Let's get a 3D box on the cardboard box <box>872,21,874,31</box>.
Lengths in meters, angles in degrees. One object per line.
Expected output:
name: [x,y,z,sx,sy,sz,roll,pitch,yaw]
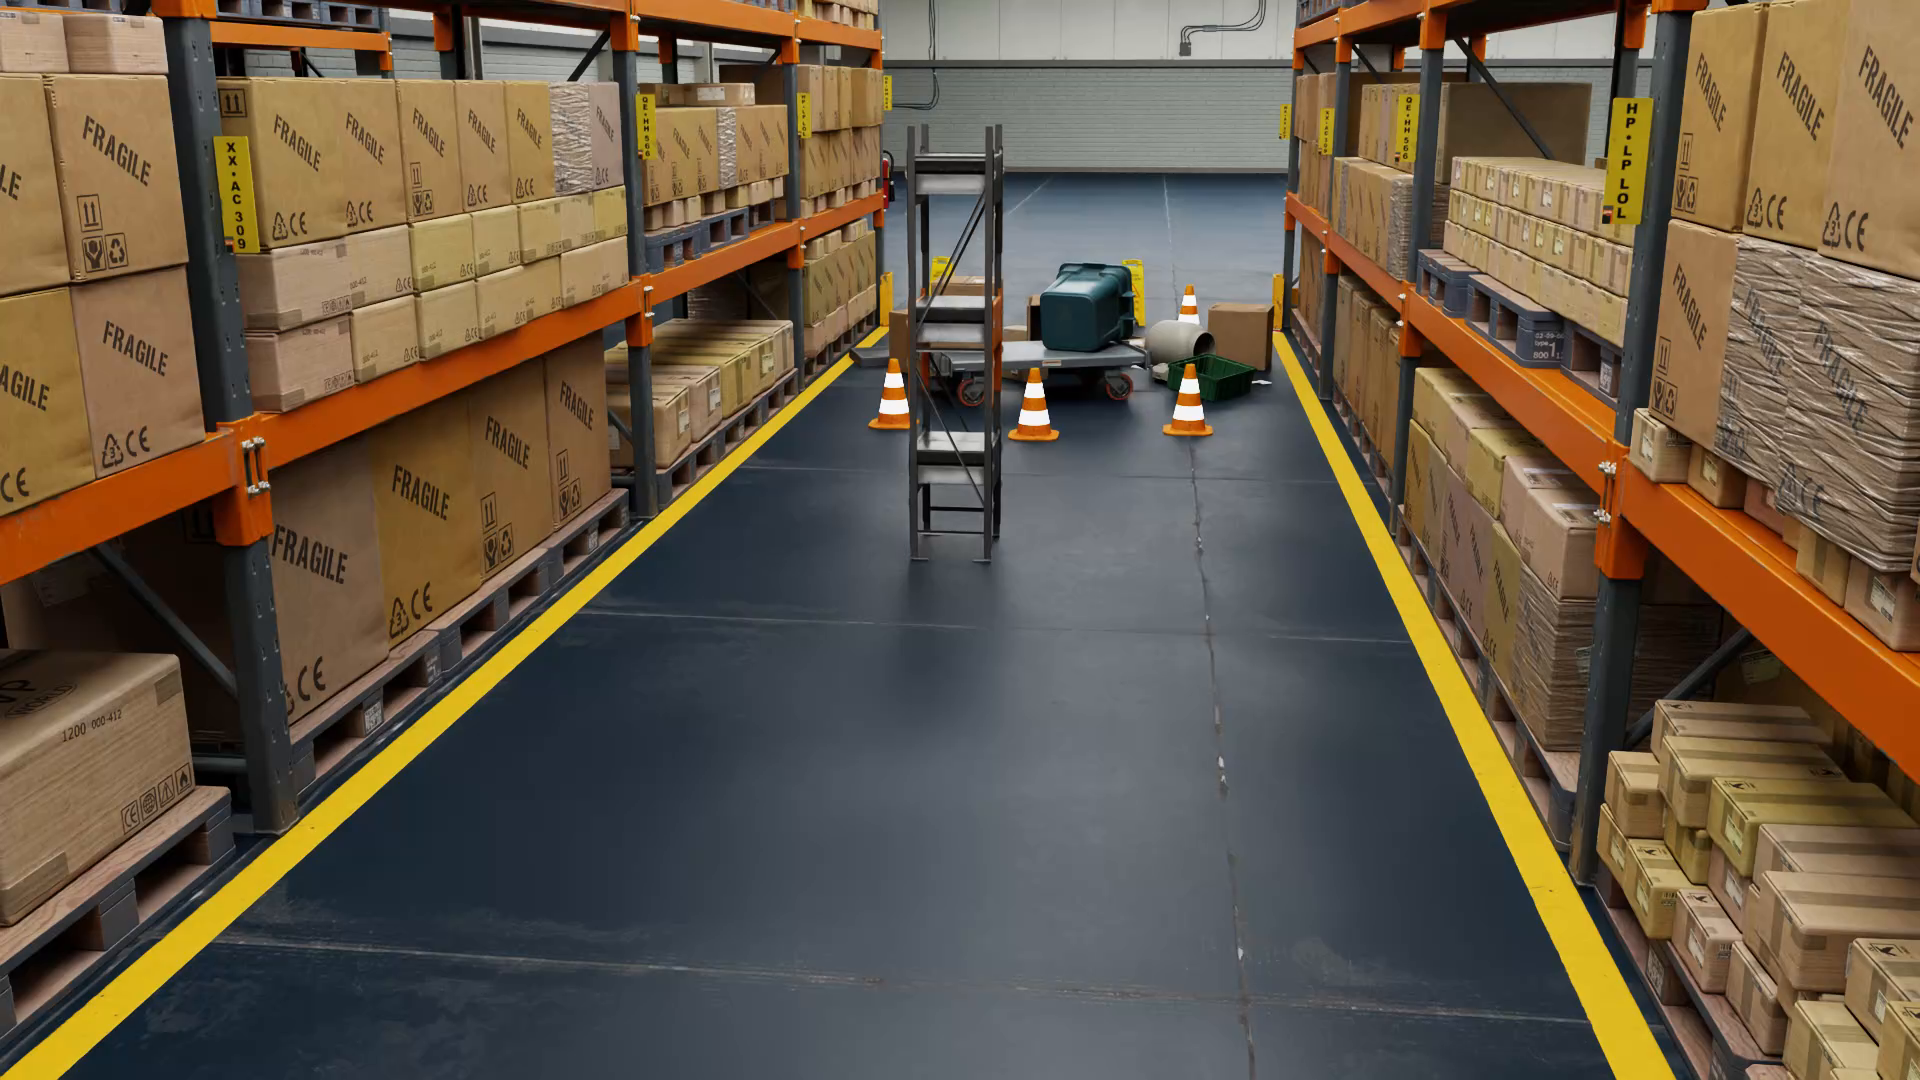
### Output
cardboard box: [-1.024,-4.883,15.707,0.380,0.149,0.250,2,15,7]

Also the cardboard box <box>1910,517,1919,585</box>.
cardboard box: [1.835,-0.098,2.515,0.500,0.500,0.500,2,15,9]

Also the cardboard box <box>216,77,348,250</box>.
cardboard box: [-2.281,-1.181,5.176,0.500,0.500,0.500,2,15,7]

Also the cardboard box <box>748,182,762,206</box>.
cardboard box: [-1.563,-2.357,11.310,0.380,0.149,0.250,2,15,7]

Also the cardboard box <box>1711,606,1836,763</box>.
cardboard box: [2.661,0.395,5.438,0.500,0.500,0.500,2,15,8]

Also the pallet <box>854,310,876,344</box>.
pallet: [-1.397,-2.081,15.954,1.003,0.211,1.213,2,15,6]

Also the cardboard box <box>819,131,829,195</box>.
cardboard box: [-1.353,-3.048,13.426,0.500,0.500,0.500,2,15,6]

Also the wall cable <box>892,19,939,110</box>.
wall cable: [-2.137,-13.551,47.485,3.097,2.526,0.112,2,15,6]

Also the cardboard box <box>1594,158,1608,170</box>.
cardboard box: [3.166,-1.690,7.703,0.380,0.149,0.250,1,15,4]

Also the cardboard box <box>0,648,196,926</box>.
cardboard box: [-2.793,0.649,4.618,0.875,0.438,0.875,1,15,5]

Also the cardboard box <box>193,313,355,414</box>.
cardboard box: [-2.304,-0.578,5.342,0.500,0.250,0.500,1,15,5]

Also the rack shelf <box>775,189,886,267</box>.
rack shelf: [-1.487,-2.791,14.614,1.077,0.370,4.000,2,15,6]

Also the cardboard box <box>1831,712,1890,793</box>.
cardboard box: [2.532,0.561,4.357,0.380,0.149,0.250,2,15,8]

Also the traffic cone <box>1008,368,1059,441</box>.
traffic cone: [0.499,-0.927,11.204,0.336,0.463,0.334,2,15,6]

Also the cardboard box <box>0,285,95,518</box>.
cardboard box: [-2.467,-0.331,3.949,0.500,0.500,0.500,1,15,5]

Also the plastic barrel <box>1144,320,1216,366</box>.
plastic barrel: [1.820,-1.595,13.751,0.421,0.421,0.512,-14,20,-42]

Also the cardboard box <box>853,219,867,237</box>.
cardboard box: [-1.068,-2.895,15.404,0.380,0.149,0.250,2,15,8]

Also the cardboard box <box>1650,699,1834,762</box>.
cardboard box: [2.069,0.545,4.418,0.380,0.149,0.250,2,15,9]

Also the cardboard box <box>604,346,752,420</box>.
cardboard box: [-1.924,-1.050,11.030,0.950,0.372,0.625,2,15,8]

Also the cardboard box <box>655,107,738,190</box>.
cardboard box: [-1.715,-2.489,10.555,0.500,0.500,0.500,1,15,4]

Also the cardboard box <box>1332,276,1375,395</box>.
cardboard box: [3.236,-1.453,11.793,1.050,0.750,0.750,2,15,6]

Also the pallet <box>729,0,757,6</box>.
pallet: [-2.003,-3.551,10.659,1.213,0.211,1.003,2,15,6]

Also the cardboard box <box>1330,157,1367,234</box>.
cardboard box: [2.890,-2.419,11.672,0.500,0.500,0.500,2,15,7]

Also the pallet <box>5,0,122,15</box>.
pallet: [-6.732,-3.891,11.925,0.805,0.209,1.217,1,15,4]

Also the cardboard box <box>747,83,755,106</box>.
cardboard box: [-1.606,-3.021,11.281,0.380,0.149,0.250,1,15,5]

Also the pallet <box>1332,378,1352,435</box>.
pallet: [3.204,-0.951,11.776,1.003,0.211,1.213,2,15,6]

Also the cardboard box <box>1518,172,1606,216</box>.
cardboard box: [2.342,-1.311,6.302,0.380,0.149,0.250,1,15,5]

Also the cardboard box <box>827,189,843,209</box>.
cardboard box: [-1.205,-2.902,14.128,0.380,0.149,0.250,2,15,7]

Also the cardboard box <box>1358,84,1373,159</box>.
cardboard box: [3.166,-2.902,11.539,0.700,0.500,0.500,1,15,5]

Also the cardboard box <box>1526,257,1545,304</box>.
cardboard box: [2.306,-0.953,6.117,0.380,0.149,0.250,2,15,9]

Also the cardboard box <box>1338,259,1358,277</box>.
cardboard box: [3.357,-1.838,12.978,0.875,0.875,0.875,2,15,7]

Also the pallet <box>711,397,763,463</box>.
pallet: [-1.935,-0.754,11.046,1.003,0.211,1.213,2,15,6]

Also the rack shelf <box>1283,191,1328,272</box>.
rack shelf: [3.442,-2.671,14.172,1.077,0.370,4.000,2,15,6]

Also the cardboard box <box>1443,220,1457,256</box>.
cardboard box: [2.514,-1.434,7.894,0.380,0.149,0.250,1,15,5]

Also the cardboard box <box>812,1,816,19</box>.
cardboard box: [-1.363,-4.217,13.246,0.380,0.149,0.250,2,15,8]

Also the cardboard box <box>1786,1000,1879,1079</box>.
cardboard box: [1.845,1.026,3.207,0.380,0.149,0.250,2,15,6]

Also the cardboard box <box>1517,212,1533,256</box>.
cardboard box: [2.341,-1.164,6.326,0.380,0.149,0.250,2,15,8]

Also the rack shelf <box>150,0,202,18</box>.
rack shelf: [-2.842,-1.126,2.713,1.077,0.370,4.000,2,15,6]

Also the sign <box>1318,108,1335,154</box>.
sign: [2.665,-2.972,12.095,0.100,0.325,0.005,2,15,6]

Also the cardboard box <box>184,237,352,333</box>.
cardboard box: [-2.286,-0.819,5.274,0.500,0.250,0.500,1,15,5]

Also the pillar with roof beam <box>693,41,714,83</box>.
pillar with roof beam: [-0.860,-11.086,32.419,9.100,9.000,0.400,2,15,6]

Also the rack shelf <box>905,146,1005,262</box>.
rack shelf: [-0.019,-1.633,8.050,0.431,0.518,0.480,2,15,6]

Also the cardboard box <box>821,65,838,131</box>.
cardboard box: [-1.369,-3.533,13.306,0.700,0.500,0.500,2,15,7]

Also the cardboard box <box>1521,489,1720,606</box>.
cardboard box: [2.147,0.017,5.402,0.500,0.250,0.500,1,15,5]

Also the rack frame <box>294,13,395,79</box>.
rack frame: [-6.194,-3.802,16.976,1.000,3.000,0.127,2,15,6]

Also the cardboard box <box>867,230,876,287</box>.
cardboard box: [-1.093,-2.679,15.848,0.500,0.500,0.500,2,15,7]

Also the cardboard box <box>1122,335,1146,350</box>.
cardboard box: [1.581,-1.680,14.366,0.396,0.266,0.258,4,16,16]

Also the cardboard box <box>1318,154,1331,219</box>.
cardboard box: [3.286,-2.811,13.025,0.875,0.550,0.550,2,15,6]

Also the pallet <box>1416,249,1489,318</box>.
pallet: [2.791,-1.182,7.653,1.213,0.211,1.003,2,15,6]

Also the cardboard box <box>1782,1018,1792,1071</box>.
cardboard box: [1.973,1.107,3.479,0.380,0.149,0.250,1,15,4]

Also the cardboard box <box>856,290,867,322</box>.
cardboard box: [-1.152,-2.180,15.442,0.500,0.250,0.500,2,15,6]

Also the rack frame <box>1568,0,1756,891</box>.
rack frame: [2.314,-0.425,4.486,1.000,3.000,0.127,2,15,6]

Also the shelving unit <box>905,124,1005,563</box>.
shelving unit: [-0.019,-0.971,8.229,0.431,2.100,0.503,2,15,6]
